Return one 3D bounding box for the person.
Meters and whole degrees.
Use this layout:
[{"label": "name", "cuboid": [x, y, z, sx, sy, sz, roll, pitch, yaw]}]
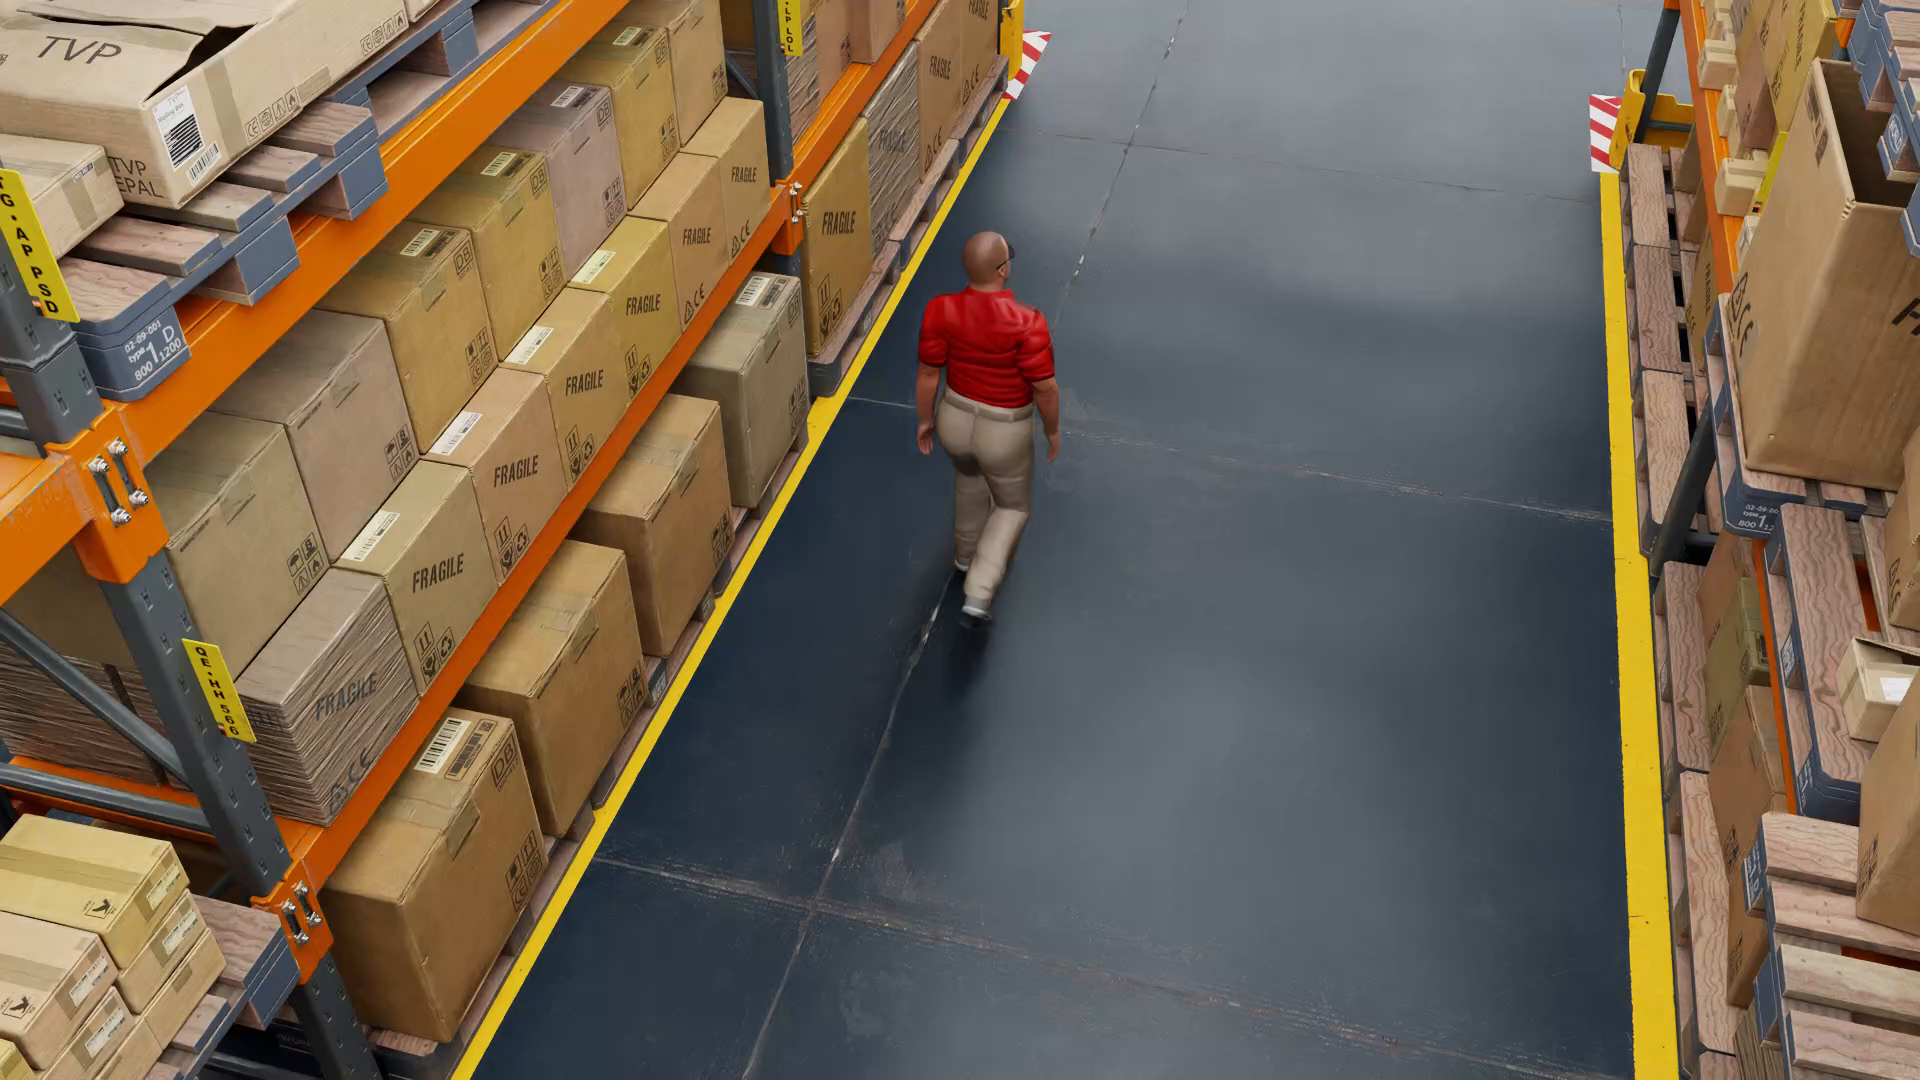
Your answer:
[{"label": "person", "cuboid": [0.087, -0.410, 6.653, 0.584, 1.701, 0.788, 16, 43, 17]}]
